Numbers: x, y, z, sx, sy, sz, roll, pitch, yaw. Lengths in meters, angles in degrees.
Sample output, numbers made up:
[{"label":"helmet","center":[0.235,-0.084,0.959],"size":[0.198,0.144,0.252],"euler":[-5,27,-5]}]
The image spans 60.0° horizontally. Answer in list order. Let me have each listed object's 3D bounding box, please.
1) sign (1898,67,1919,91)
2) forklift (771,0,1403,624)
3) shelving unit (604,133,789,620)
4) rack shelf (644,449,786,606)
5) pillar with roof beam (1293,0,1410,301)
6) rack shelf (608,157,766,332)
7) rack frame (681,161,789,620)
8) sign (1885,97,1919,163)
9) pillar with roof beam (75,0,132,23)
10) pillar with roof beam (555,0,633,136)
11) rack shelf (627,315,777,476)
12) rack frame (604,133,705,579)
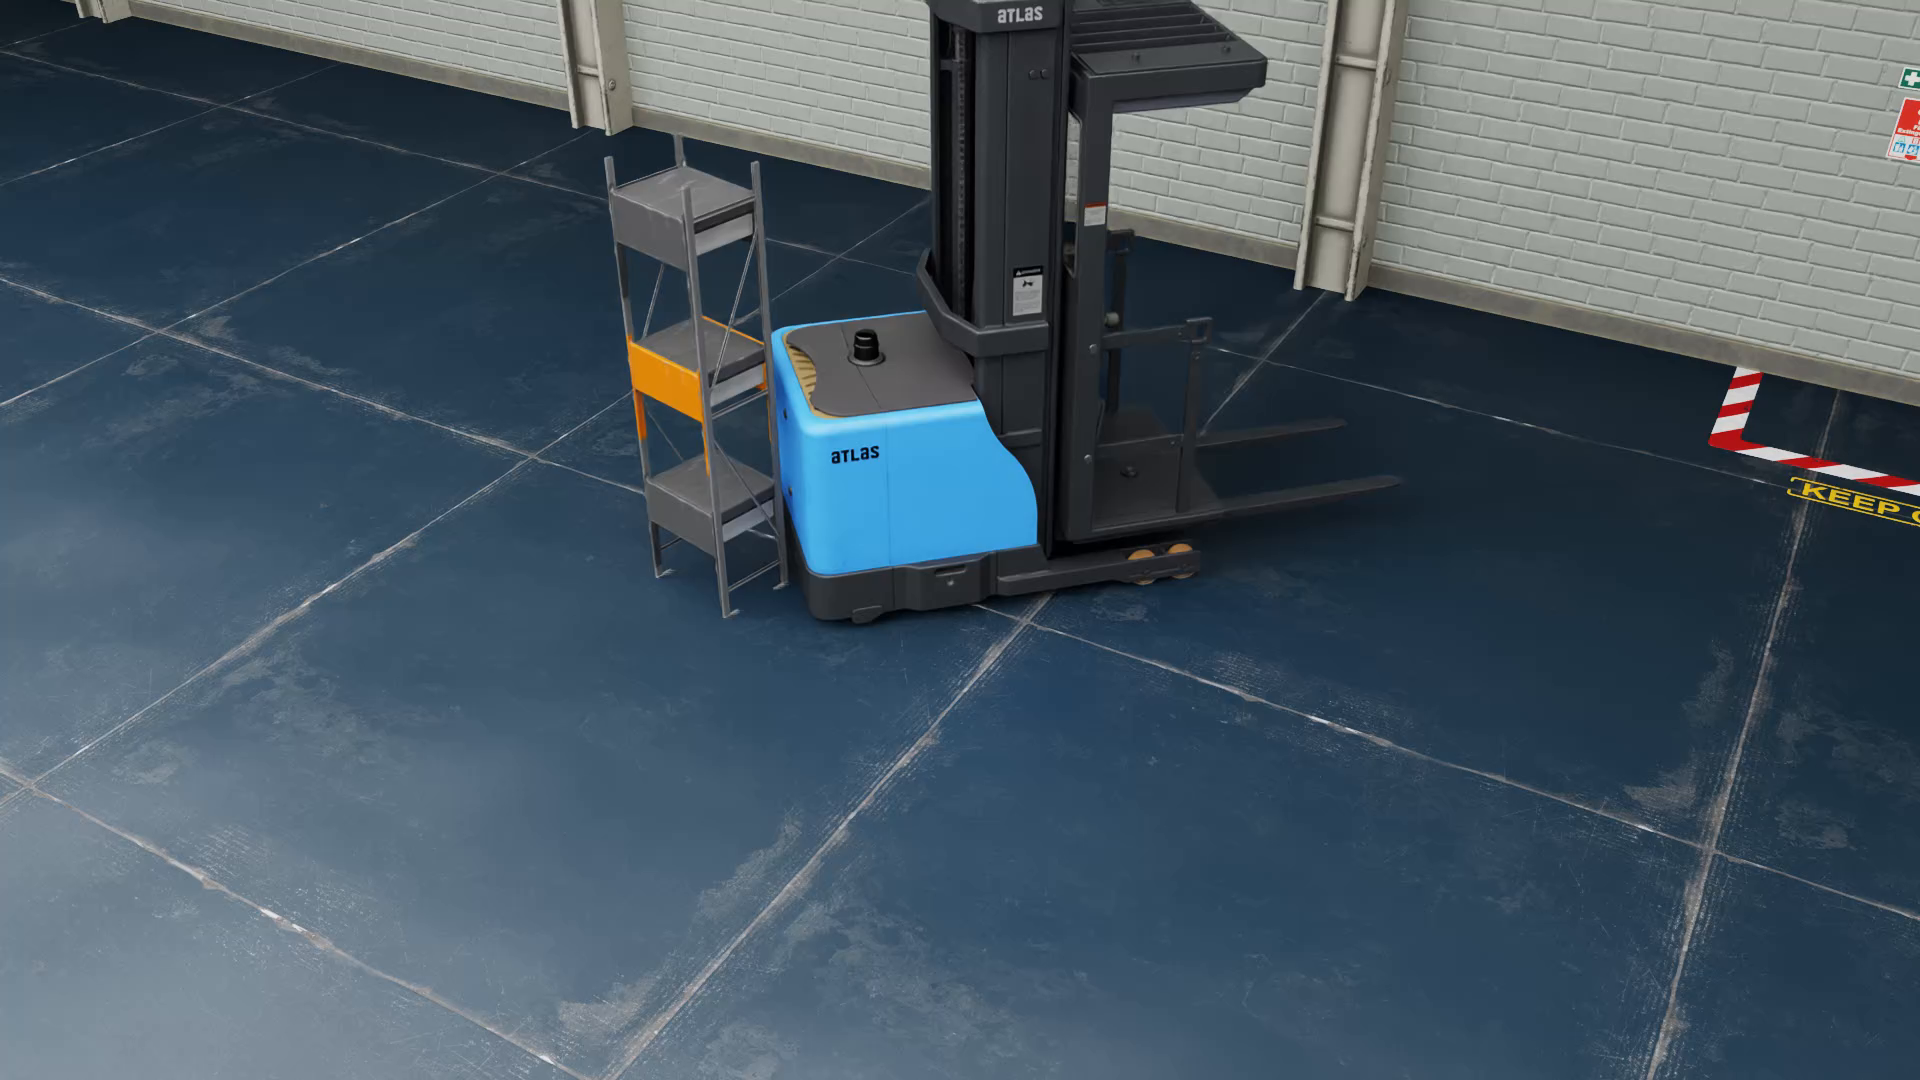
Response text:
[{"label":"sign","center":[5.039,-2.363,8.582],"size":[0.331,0.109,0.001],"euler":[18,37,24]},{"label":"forklift","center":[0.658,-1.280,7.528],"size":[3.031,2.935,1.130],"euler":[-9,35,-13]},{"label":"shelving unit","center":[-1.138,-0.679,7.375],"size":[0.503,2.100,0.431],"euler":[27,42,34]},{"label":"rack shelf","center":[-1.138,-0.085,7.771],"size":[0.480,0.518,0.431],"euler":[27,42,34]},{"label":"pillar with roof beam","center":[0.250,-3.309,5.100],"size":[0.400,9.000,9.100],"euler":[18,37,24]},{"label":"rack shelf","center":[-1.138,-1.250,6.995],"size":[0.480,0.518,0.431],"euler":[27,42,34]},{"label":"rack frame","center":[-0.958,-0.588,7.239],"size":[0.015,2.100,0.400],"euler":[27,42,34]},{"label":"sign","center":[5.040,-2.148,8.737],"size":[0.234,0.329,0.001],"euler":[18,37,24]},{"label":"pillar with roof beam","center":[-10.169,-6.609,10.056],"size":[0.400,9.000,9.100],"euler":[18,37,24]},{"label":"pillar with roof beam","center":[-4.959,-4.959,7.578],"size":[0.400,9.000,9.100],"euler":[18,37,24]},{"label":"rack shelf","center":[-1.138,-0.668,7.383],"size":[0.480,0.518,0.431],"euler":[27,42,34]},{"label":"rack frame","center":[-1.319,-0.770,7.512],"size":[0.015,2.100,0.400],"euler":[27,42,34]}]
